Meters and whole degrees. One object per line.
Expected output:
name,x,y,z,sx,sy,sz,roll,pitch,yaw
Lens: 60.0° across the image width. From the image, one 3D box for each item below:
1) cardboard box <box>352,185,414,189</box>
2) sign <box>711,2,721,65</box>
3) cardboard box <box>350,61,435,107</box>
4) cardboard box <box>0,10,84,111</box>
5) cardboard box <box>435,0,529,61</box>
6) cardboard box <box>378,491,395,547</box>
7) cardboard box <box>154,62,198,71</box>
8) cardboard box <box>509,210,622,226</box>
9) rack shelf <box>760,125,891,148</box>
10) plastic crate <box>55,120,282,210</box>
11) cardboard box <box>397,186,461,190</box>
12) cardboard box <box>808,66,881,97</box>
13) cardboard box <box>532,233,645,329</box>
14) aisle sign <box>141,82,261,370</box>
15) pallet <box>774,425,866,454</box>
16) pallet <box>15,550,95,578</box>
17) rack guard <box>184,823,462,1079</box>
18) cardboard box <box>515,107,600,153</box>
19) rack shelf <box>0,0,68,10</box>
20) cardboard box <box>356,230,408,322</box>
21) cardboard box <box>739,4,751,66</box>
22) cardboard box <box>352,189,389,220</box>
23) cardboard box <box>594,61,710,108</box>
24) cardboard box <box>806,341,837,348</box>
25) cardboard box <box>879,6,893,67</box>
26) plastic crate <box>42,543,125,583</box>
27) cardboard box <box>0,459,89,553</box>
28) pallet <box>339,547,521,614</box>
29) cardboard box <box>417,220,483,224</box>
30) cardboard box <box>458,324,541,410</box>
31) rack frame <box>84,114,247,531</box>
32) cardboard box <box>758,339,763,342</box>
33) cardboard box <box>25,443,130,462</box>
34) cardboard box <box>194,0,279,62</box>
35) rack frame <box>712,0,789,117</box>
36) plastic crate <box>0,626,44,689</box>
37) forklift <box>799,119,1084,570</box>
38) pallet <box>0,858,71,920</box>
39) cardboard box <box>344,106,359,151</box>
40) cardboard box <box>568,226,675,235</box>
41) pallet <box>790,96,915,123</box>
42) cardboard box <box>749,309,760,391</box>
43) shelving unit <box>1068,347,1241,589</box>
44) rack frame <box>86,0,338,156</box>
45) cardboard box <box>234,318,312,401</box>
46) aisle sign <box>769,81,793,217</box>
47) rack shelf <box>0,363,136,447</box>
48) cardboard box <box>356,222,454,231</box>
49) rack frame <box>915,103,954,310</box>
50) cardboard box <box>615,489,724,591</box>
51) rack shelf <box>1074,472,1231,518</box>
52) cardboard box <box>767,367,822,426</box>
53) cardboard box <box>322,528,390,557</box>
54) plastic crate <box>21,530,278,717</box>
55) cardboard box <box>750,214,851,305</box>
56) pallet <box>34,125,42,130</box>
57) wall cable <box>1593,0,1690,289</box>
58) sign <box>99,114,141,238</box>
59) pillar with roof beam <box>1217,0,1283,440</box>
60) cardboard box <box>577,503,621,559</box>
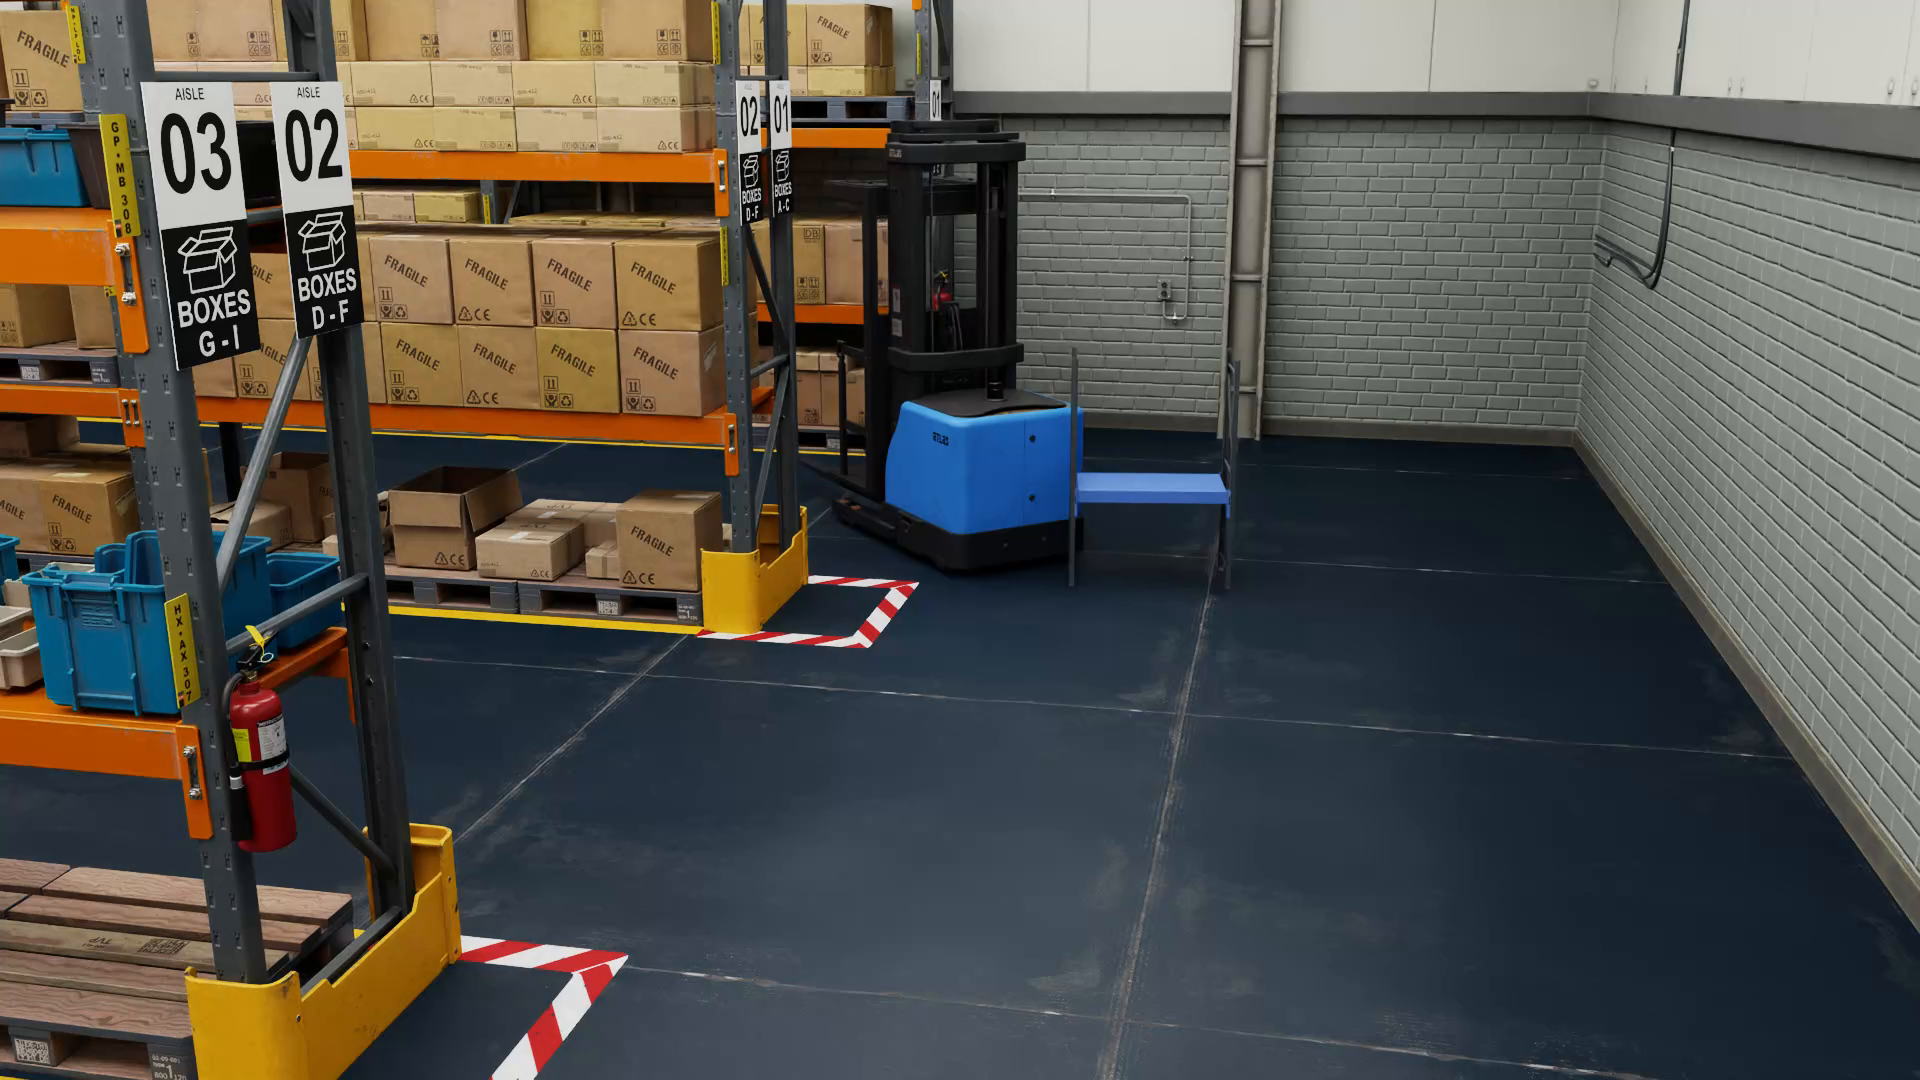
cardboard box,-5.541,-3.251,15.921,0.500,0.250,0.500,3,16,9
sign,-1.330,-2.763,9.071,0.005,0.325,0.100,3,16,11
cardboard box,-3.225,-2.689,9.806,0.500,0.250,0.500,3,16,11
cardboard box,-5.599,-3.038,10.561,0.600,0.600,0.600,2,16,6
cardboard box,-2.691,-3.081,9.816,0.500,0.500,0.700,3,16,11
cardboard box,-3.770,-0.168,11.192,0.500,0.311,0.500,3,16,11
cardboard box,-4.693,-2.771,10.103,0.500,0.250,0.500,3,16,11
cardboard box,-3.608,-2.655,15.397,0.700,0.700,0.980,3,16,12
rack shelf,-2.176,-3.536,14.868,4.000,0.370,1.077,3,16,11
plastic crate,-2.512,-1.215,5.387,0.590,0.269,0.497,3,16,11
cardboard box,-5.049,-3.225,15.829,0.500,0.250,0.500,3,16,12
cardboard box,-0.987,-3.924,14.229,0.500,0.250,0.500,4,16,13
cardboard box,-2.186,-1.543,9.885,0.500,0.500,0.500,4,16,13
aisle sign,-2.178,-0.912,4.795,0.004,0.787,0.394,3,16,11
pallet,-1.016,-1.009,15.240,1.213,0.211,1.003,3,16,11
pallet,-5.924,0.063,11.371,1.213,0.211,1.003,3,16,11
rack guard,-2.164,1.463,5.774,0.348,0.500,1.175,3,16,11
cardboard box,-2.244,-2.396,9.685,0.500,0.250,0.500,3,16,11
rack shelf,-10.016,-5.215,16.057,4.000,0.370,1.077,3,16,11
cardboard box,-3.705,-1.624,10.177,0.500,0.500,0.500,3,16,9
cardboard box,-1.989,-4.339,14.320,0.500,0.500,0.500,2,16,9
cardboard box,-5.644,-3.121,15.454,0.500,0.250,0.500,3,16,12
cardboard box,-1.754,-2.610,9.520,0.500,0.250,0.500,3,16,11
cardboard box,-1.257,-1.725,15.281,0.250,0.149,0.380,3,16,11
cardboard box,-0.884,-4.418,14.607,0.500,0.500,0.500,2,16,9
plastic crate,-3.012,0.178,5.932,0.300,0.233,0.416,3,16,11
cardboard box,-6.143,-0.235,11.080,0.500,0.500,0.500,3,16,11
pallet,-3.248,0.197,10.885,1.213,0.211,1.003,3,16,11
cardboard box,-4.639,-2.704,15.352,0.500,0.500,0.500,3,16,10
cardboard box,-2.690,-1.091,10.123,0.500,0.500,0.500,3,16,12
rack frame,-5.120,-1.248,10.878,0.127,3.000,1.000,3,16,11
cardboard box,-2.003,-1.765,15.426,0.250,0.149,0.380,3,16,12
cardboard box,-6.070,-0.370,11.568,0.500,0.500,0.500,3,16,12
cardboard box,-4.174,-3.144,10.043,0.500,0.500,0.700,3,16,11
rack frame,-1.200,-3.926,9.309,0.127,3.000,1.000,3,16,11
plastic crate,-3.026,0.363,5.445,0.243,0.136,0.396,3,16,11
forklift,-0.304,-1.558,12.127,1.130,2.935,3.031,-8,18,-28
pallet,-4.183,1.485,6.236,1.213,0.211,1.003,3,16,11
cardboard box,-3.714,-2.476,9.973,0.500,0.250,0.500,3,16,11
cardboard box,-2.096,-1.683,10.390,0.500,0.500,0.500,3,16,12
pallet,-0.945,-3.771,14.532,1.213,0.211,1.003,3,16,11
cardboard box,-1.582,-1.176,10.430,0.500,0.500,0.500,3,16,12
shelving unit,1.250,-0.477,10.904,1.048,1.500,0.538,1,15,2
rack frame,-2.191,-2.631,4.632,0.127,3.000,1.000,3,16,11
cardboard box,-4.172,-1.171,10.414,0.500,0.500,0.500,3,16,12
aisle sign,-1.074,-2.361,10.027,0.004,0.787,0.394,3,16,11
rack shelf,-7.080,-1.008,11.358,4.000,0.370,1.077,3,16,11
cardboard box,-3.576,-1.765,10.686,0.500,0.500,0.500,3,16,12
rack frame,-0.216,-2.331,14.788,0.127,3.000,1.000,3,16,11
cardboard box,-1.782,-0.007,10.256,0.500,0.500,0.500,3,16,11
rack shelf,1.250,-0.304,10.952,1.000,0.185,0.538,1,15,2
cardboard box,-1.413,-1.367,15.202,0.500,0.500,0.700,3,16,11
cardboard box,-3.902,0.028,10.756,0.250,0.166,0.380,3,16,11
plastic crate,-2.556,0.246,5.308,0.499,0.435,0.616,3,16,11
cardboard box,-1.433,-2.536,14.966,0.700,0.700,0.980,3,16,11
pallet,-6.762,-2.710,10.890,1.003,0.211,1.213,3,16,11
wall cable,5.255,-3.331,12.978,0.112,2.526,3.097,3,16,11
sign,-2.284,-0.990,4.523,0.005,0.325,0.100,3,16,11
pillar with roof beam,1.744,-4.179,10.220,0.400,9.000,9.100,3,16,11
cardboard box,-2.166,-0.052,10.886,0.500,0.250,0.500,3,16,11
